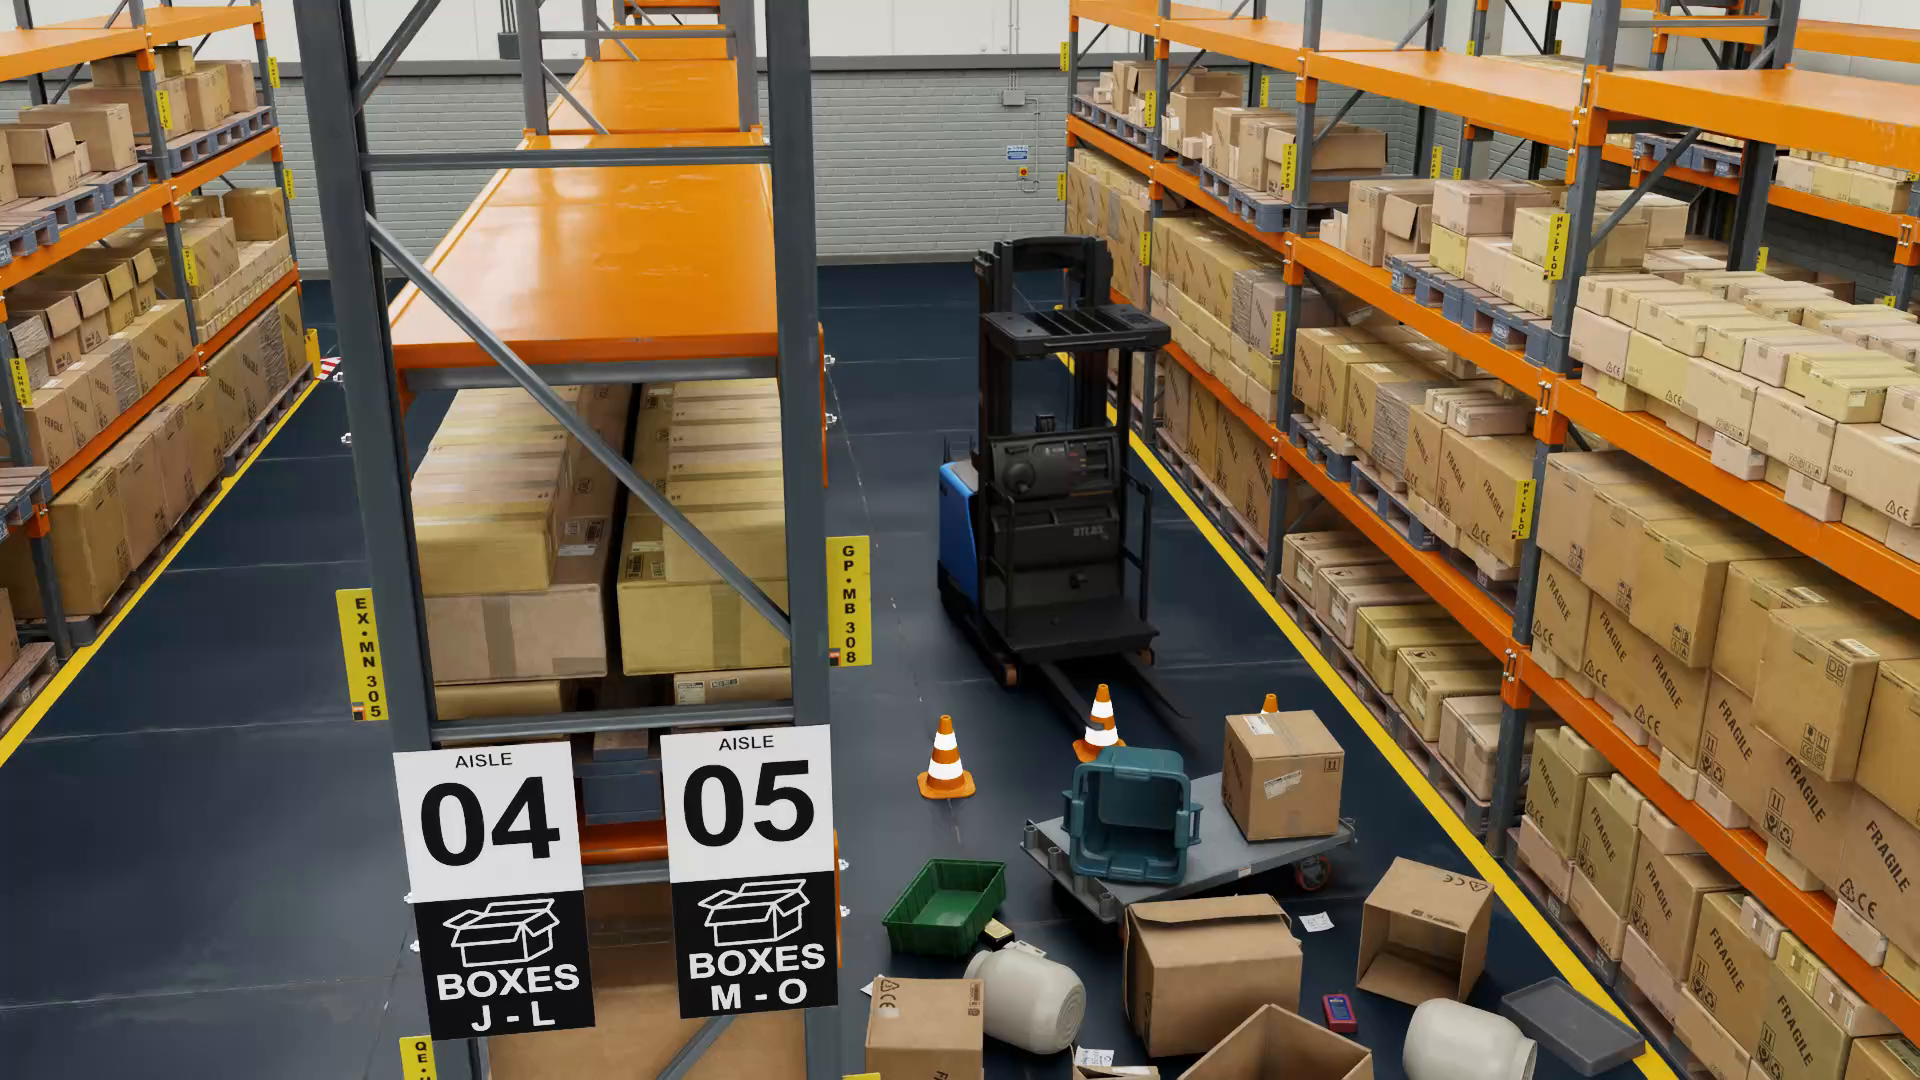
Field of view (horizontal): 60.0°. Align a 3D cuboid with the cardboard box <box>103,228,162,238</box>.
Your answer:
[{"bbox_3d":[-7.861,-2.656,15.758,0.500,0.500,0.500,-3,21,-7],"label":"cardboard box"}]

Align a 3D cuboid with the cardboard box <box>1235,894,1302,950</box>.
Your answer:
[{"bbox_3d":[1.491,2.025,8.416,0.396,0.266,0.258,17,27,39],"label":"cardboard box"}]

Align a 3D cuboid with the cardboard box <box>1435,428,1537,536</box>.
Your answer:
[{"bbox_3d":[3.131,-0.349,9.696,0.500,0.500,0.500,-3,21,-7],"label":"cardboard box"}]

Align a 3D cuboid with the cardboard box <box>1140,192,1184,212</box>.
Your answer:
[{"bbox_3d":[1.985,-3.326,16.335,0.380,0.149,0.250,-3,21,-9],"label":"cardboard box"}]

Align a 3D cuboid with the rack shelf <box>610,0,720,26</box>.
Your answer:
[{"bbox_3d":[-2.827,-5.296,16.567,1.077,0.370,4.000,-3,21,-8],"label":"rack shelf"}]

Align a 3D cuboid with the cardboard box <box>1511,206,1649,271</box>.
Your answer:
[{"bbox_3d":[3.288,-1.607,8.843,0.500,0.250,0.500,-2,21,-7],"label":"cardboard box"}]

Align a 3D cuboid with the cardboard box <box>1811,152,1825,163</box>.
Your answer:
[{"bbox_3d":[7.447,-3.271,14.044,0.380,0.149,0.250,-3,21,-7],"label":"cardboard box"}]

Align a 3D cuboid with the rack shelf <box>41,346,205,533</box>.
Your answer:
[{"bbox_3d":[-7.174,-0.887,13.332,1.077,0.370,4.000,-3,21,-8],"label":"rack shelf"}]

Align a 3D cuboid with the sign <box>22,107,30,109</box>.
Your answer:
[{"bbox_3d":[-8.011,-3.572,14.355,0.100,0.325,0.005,-3,21,-8],"label":"sign"}]

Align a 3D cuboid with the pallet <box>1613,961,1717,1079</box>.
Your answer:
[{"bbox_3d":[3.809,2.314,7.719,1.003,0.211,1.213,-3,21,-8],"label":"pallet"}]

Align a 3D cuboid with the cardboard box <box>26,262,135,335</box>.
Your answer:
[{"bbox_3d":[-7.274,-1.974,13.638,0.797,0.503,0.637,-3,21,-7],"label":"cardboard box"}]

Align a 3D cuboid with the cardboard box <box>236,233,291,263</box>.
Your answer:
[{"bbox_3d":[-7.706,-3.216,18.329,0.500,0.250,0.500,-3,21,-9],"label":"cardboard box"}]

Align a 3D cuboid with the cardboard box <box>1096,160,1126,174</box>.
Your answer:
[{"bbox_3d":[1.723,-4.122,18.466,0.380,0.149,0.250,-3,21,-7],"label":"cardboard box"}]

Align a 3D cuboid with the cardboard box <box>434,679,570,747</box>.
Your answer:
[{"bbox_3d":[-1.193,0.394,4.203,0.380,0.149,0.250,-3,21,-8],"label":"cardboard box"}]

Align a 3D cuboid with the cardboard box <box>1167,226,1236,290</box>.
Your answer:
[{"bbox_3d":[2.224,-2.590,15.291,0.500,0.500,0.500,-3,21,-8],"label":"cardboard box"}]

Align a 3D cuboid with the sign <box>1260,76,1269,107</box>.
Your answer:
[{"bbox_3d":[2.880,-4.242,15.810,0.100,0.325,0.005,-3,21,-8],"label":"sign"}]

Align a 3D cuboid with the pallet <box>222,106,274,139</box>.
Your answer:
[{"bbox_3d":[-7.921,-4.409,17.573,1.003,0.211,1.213,-3,21,-8],"label":"pallet"}]

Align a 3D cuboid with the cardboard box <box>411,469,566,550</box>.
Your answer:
[{"bbox_3d":[-1.228,-0.067,4.299,0.380,0.149,0.250,-3,21,-7],"label":"cardboard box"}]

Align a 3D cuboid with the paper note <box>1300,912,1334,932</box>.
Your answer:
[{"bbox_3d":[1.886,2.014,8.780,0.148,0.019,0.142,-3,21,-8],"label":"paper note"}]

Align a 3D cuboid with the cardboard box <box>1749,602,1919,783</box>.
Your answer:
[{"bbox_3d":[3.544,0.571,6.403,0.700,0.500,0.500,-3,21,-8],"label":"cardboard box"}]

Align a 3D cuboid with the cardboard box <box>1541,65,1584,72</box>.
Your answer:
[{"bbox_3d":[6.719,-5.069,18.288,0.500,0.250,0.500,-2,21,-6],"label":"cardboard box"}]

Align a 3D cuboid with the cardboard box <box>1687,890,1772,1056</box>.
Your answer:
[{"bbox_3d":[3.557,1.859,7.210,0.500,0.500,0.500,-3,21,-9],"label":"cardboard box"}]

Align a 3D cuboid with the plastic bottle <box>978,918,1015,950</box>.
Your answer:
[{"bbox_3d":[0.147,2.034,8.682,0.133,0.061,0.283,-15,25,-35],"label":"plastic bottle"}]

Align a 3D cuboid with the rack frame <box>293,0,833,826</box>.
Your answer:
[{"bbox_3d":[-0.809,-0.787,3.463,1.000,3.000,0.127,-3,21,-8],"label":"rack frame"}]

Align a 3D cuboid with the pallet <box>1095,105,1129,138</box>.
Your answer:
[{"bbox_3d":[2.065,-4.485,17.777,1.003,0.211,1.213,-3,21,-8],"label":"pallet"}]

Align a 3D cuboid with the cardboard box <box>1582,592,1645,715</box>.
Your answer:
[{"bbox_3d":[3.381,0.506,8.005,0.500,0.500,0.500,-3,21,-8],"label":"cardboard box"}]

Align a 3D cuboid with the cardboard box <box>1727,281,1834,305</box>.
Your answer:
[{"bbox_3d":[3.873,-1.123,7.867,0.380,0.149,0.250,-3,21,-9],"label":"cardboard box"}]

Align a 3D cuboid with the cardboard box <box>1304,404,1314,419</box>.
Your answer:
[{"bbox_3d":[2.784,-0.988,12.334,0.380,0.149,0.250,-4,21,-11],"label":"cardboard box"}]

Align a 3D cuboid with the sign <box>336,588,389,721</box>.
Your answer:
[{"bbox_3d":[-1.348,0.263,3.786,0.100,0.325,0.005,-3,21,-8],"label":"sign"}]

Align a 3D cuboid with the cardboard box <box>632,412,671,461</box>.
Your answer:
[{"bbox_3d":[-0.773,-0.225,5.291,0.500,0.250,0.500,-3,21,-8],"label":"cardboard box"}]

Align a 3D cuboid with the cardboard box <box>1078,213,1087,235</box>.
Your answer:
[{"bbox_3d":[1.654,-3.494,19.140,0.500,0.500,0.500,-3,21,-9],"label":"cardboard box"}]

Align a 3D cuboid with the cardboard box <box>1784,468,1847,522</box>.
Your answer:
[{"bbox_3d":[3.481,-0.188,6.504,0.380,0.149,0.250,-3,21,-8],"label":"cardboard box"}]

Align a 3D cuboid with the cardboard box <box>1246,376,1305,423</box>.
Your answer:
[{"bbox_3d":[2.591,-1.123,13.150,0.500,0.250,0.500,-4,21,-10],"label":"cardboard box"}]

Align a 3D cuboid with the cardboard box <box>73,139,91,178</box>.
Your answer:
[{"bbox_3d":[-7.393,-3.092,13.448,0.500,0.311,0.500,-4,21,-10],"label":"cardboard box"}]

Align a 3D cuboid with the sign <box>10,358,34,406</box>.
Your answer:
[{"bbox_3d":[-6.350,-1.067,11.245,0.100,0.325,0.005,-3,21,-8],"label":"sign"}]

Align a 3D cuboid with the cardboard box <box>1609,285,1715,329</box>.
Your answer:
[{"bbox_3d":[3.287,-1.093,7.789,0.380,0.149,0.250,-2,21,-6],"label":"cardboard box"}]

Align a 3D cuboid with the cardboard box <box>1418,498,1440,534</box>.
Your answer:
[{"bbox_3d":[3.017,-0.157,10.109,0.380,0.149,0.250,-3,21,-7],"label":"cardboard box"}]

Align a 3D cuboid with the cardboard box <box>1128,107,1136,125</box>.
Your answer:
[{"bbox_3d":[1.898,-4.244,16.620,0.380,0.149,0.250,-2,21,-6],"label":"cardboard box"}]

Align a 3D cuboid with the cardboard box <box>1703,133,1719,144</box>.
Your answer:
[{"bbox_3d":[7.055,-3.722,15.223,0.380,0.149,0.250,-3,21,-8],"label":"cardboard box"}]

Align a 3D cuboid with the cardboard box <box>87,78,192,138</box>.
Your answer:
[{"bbox_3d":[-7.707,-4.066,15.643,0.700,0.500,0.500,-2,21,-5],"label":"cardboard box"}]

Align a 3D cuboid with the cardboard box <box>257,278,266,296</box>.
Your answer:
[{"bbox_3d":[-7.475,-2.634,17.340,0.380,0.149,0.250,-3,21,-8],"label":"cardboard box"}]

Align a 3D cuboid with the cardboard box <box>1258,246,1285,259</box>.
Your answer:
[{"bbox_3d":[2.882,-2.256,14.397,0.500,0.500,0.500,-3,21,-7],"label":"cardboard box"}]

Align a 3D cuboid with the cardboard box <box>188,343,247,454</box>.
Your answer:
[{"bbox_3d":[-7.478,-1.350,15.981,0.875,0.875,0.875,-3,21,-8],"label":"cardboard box"}]

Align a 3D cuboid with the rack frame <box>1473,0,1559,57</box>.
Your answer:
[{"bbox_3d":[6.679,-6.863,19.731,1.000,3.000,0.127,-3,21,-8],"label":"rack frame"}]

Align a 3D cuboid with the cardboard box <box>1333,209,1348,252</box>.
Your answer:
[{"bbox_3d":[2.835,-2.168,11.637,0.396,0.266,0.258,-3,21,-8],"label":"cardboard box"}]

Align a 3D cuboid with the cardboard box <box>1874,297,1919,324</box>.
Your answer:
[{"bbox_3d":[7.913,-1.713,13.771,0.500,0.500,0.500,-2,21,-5],"label":"cardboard box"}]

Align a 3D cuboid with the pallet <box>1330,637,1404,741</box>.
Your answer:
[{"bbox_3d":[3.205,0.967,11.325,1.003,0.211,1.213,-3,21,-8],"label":"pallet"}]

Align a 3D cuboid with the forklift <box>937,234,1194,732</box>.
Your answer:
[{"bbox_3d":[0.734,-0.513,11.401,1.130,2.935,3.031,-6,21,-16],"label":"forklift"}]

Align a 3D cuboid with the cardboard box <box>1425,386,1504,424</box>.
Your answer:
[{"bbox_3d":[3.033,-0.813,10.011,0.380,0.149,0.250,-4,21,-10],"label":"cardboard box"}]

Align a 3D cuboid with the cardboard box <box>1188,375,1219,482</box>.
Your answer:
[{"bbox_3d":[2.651,-1.095,15.296,0.875,0.875,0.875,-2,21,-6],"label":"cardboard box"}]

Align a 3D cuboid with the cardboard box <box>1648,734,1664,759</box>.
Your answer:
[{"bbox_3d":[3.453,0.950,7.745,0.380,0.149,0.250,-3,21,-8],"label":"cardboard box"}]

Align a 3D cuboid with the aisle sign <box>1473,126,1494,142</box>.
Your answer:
[{"bbox_3d":[6.379,-5.279,20.349,0.394,0.787,0.004,-3,21,-8],"label":"aisle sign"}]

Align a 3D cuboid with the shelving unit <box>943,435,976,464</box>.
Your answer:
[{"bbox_3d":[-0.001,-0.424,14.066,0.258,0.900,0.210,-3,21,-8],"label":"shelving unit"}]

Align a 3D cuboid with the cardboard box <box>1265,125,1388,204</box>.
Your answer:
[{"bbox_3d":[2.718,-2.805,12.403,0.797,0.503,0.637,-4,21,-11],"label":"cardboard box"}]

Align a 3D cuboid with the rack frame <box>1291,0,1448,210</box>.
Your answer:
[{"bbox_3d":[2.921,-3.842,11.641,1.000,3.000,0.127,-3,21,-8],"label":"rack frame"}]

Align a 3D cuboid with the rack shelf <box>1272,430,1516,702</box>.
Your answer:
[{"bbox_3d":[3.210,-0.002,10.962,1.077,0.370,4.000,-3,21,-8],"label":"rack shelf"}]

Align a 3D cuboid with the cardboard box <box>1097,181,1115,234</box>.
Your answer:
[{"bbox_3d":[1.791,-3.607,18.014,0.500,0.500,0.500,-3,21,-8],"label":"cardboard box"}]
